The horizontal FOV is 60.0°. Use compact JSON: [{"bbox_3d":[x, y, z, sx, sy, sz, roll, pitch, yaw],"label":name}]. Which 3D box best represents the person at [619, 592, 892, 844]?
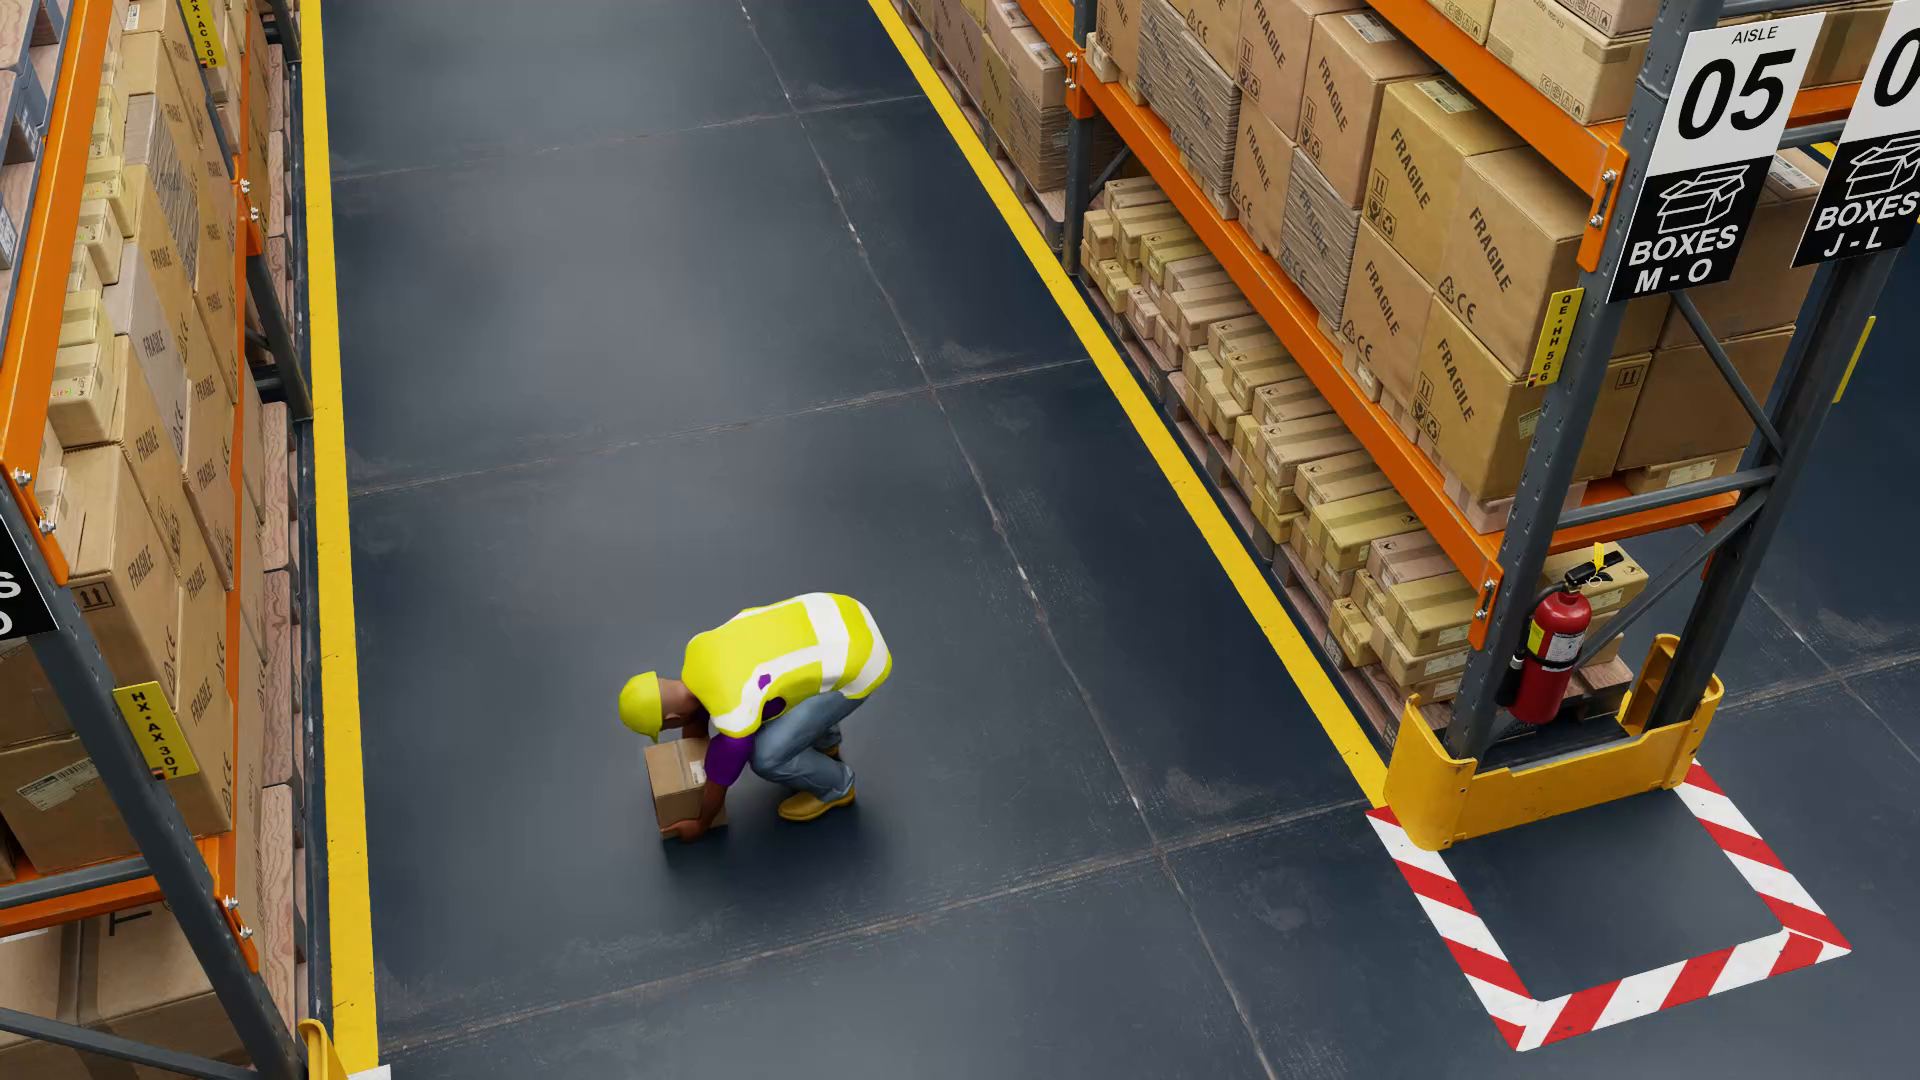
[{"bbox_3d":[-0.735,0.655,6.106,0.980,0.874,0.513,-13,44,-14],"label":"person"}]
